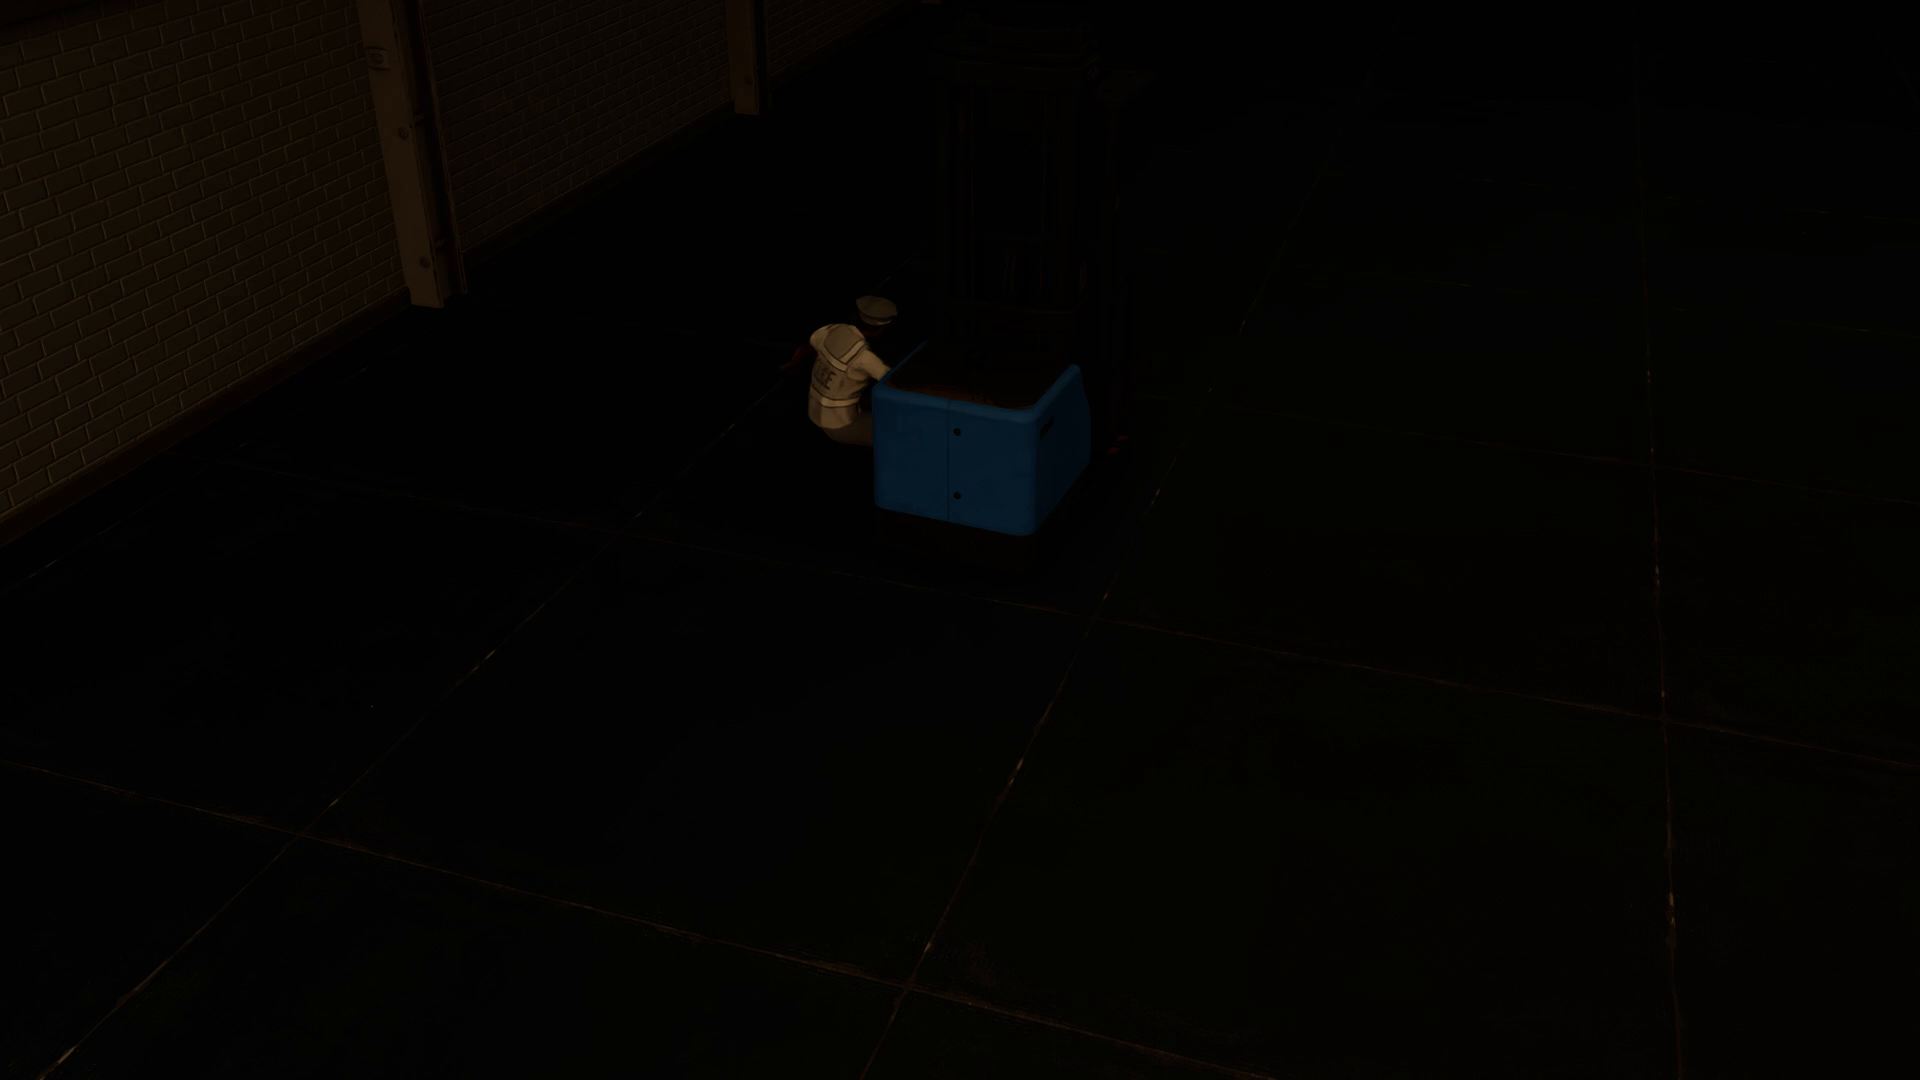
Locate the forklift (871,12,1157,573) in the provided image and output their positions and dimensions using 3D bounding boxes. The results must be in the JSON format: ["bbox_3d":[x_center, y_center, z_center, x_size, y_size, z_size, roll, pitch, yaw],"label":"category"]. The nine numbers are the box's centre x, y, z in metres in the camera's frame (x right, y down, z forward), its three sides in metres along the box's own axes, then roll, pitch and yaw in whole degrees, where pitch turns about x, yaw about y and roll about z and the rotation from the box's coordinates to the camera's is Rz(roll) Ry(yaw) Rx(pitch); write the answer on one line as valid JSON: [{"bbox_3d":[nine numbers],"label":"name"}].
[{"bbox_3d":[0.513,-1.793,10.281,1.130,2.935,3.031,12,32,20],"label":"forklift"}]

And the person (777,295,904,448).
[{"bbox_3d":[-0.549,-0.881,10.332,0.900,1.405,0.998,-13,32,-22],"label":"person"}]
